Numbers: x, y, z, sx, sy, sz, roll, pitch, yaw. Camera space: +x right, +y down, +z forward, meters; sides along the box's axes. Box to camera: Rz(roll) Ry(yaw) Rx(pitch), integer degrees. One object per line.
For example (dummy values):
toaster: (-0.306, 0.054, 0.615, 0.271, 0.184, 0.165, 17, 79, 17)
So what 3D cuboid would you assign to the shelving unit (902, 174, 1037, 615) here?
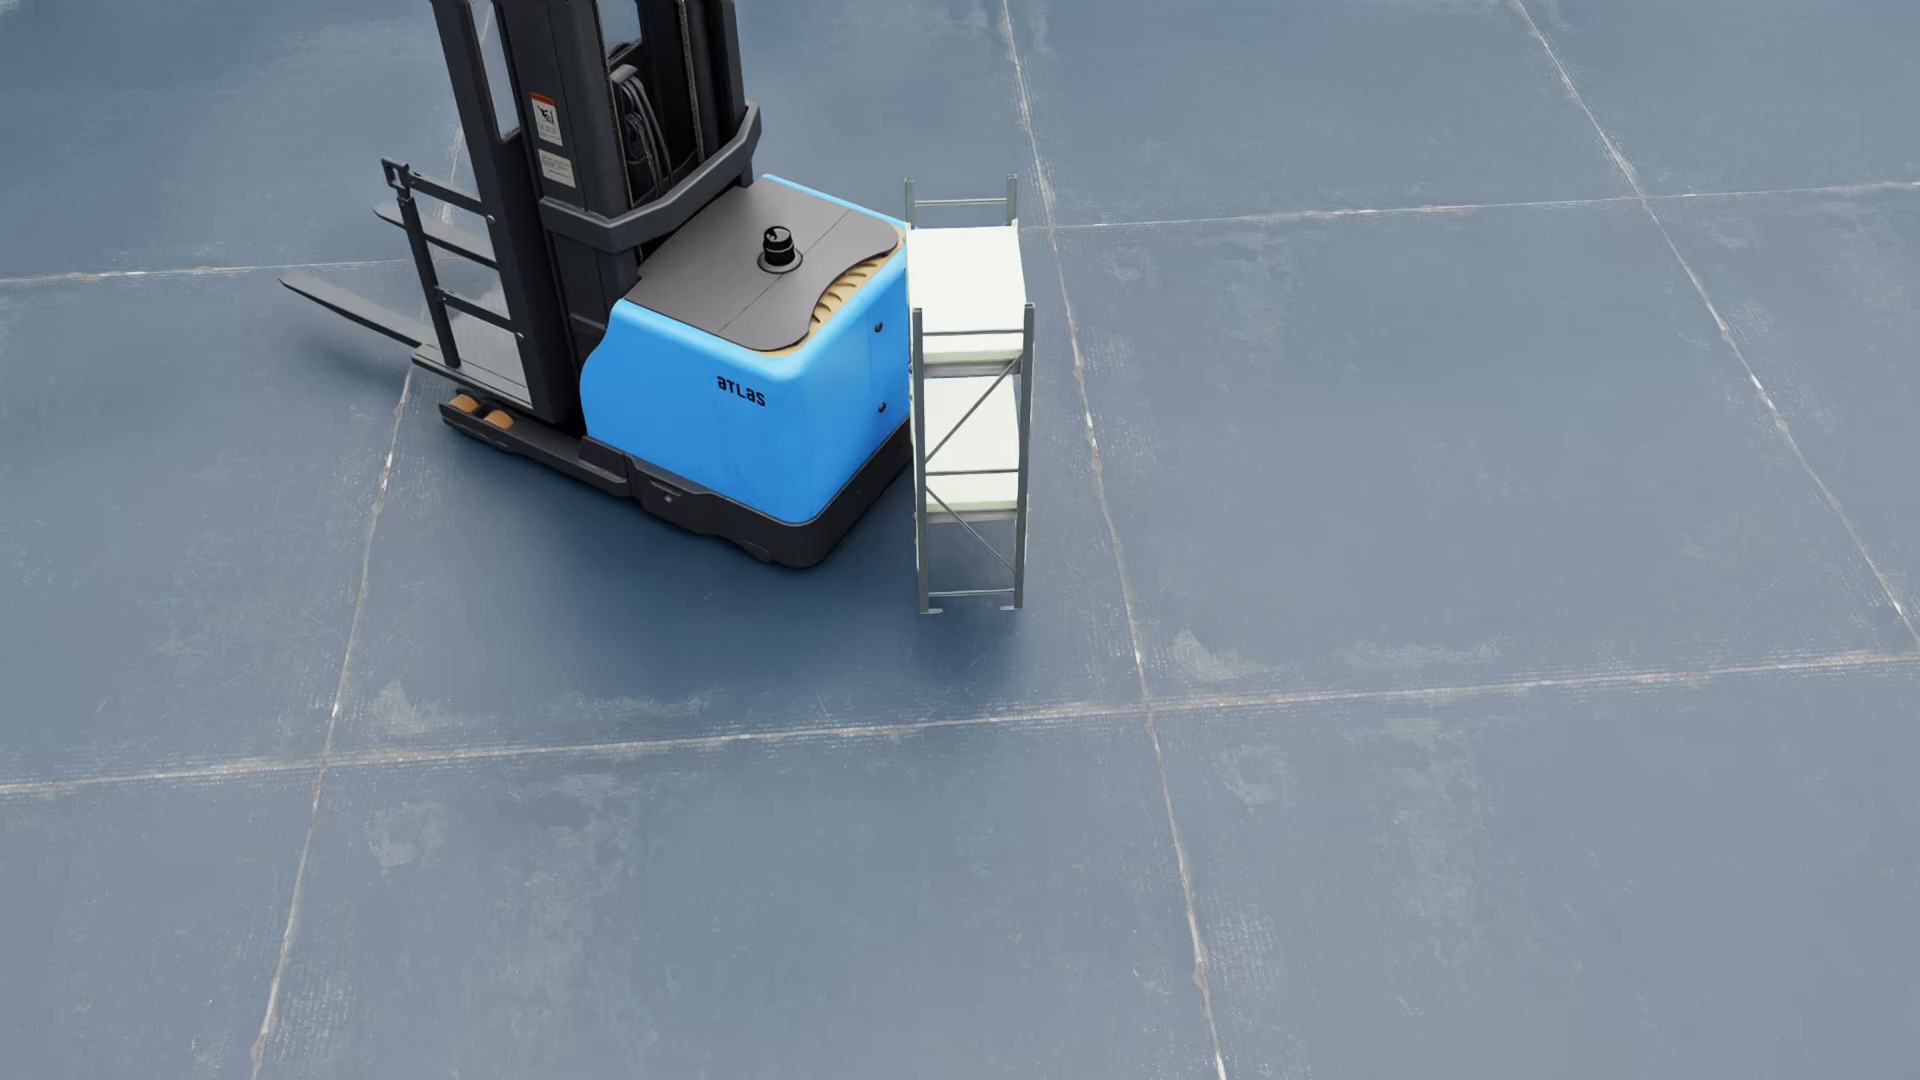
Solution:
shelving unit: (0.024, -0.505, 6.195, 0.431, 1.500, 0.755, -2, 47, -2)

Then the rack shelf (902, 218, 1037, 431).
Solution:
rack shelf: (0.024, -0.773, 5.912, 0.431, 0.370, 0.720, -2, 47, -2)

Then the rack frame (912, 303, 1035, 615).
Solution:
rack frame: (0.044, -0.240, 5.944, 0.400, 1.500, 0.023, -2, 47, -2)

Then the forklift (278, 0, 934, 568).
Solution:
forklift: (-1.637, -1.704, 6.345, 3.031, 2.935, 1.130, 23, 51, 20)

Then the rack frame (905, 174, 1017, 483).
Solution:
rack frame: (0.003, -0.770, 6.447, 0.400, 1.500, 0.023, -2, 47, -2)

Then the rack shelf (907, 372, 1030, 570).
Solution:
rack shelf: (0.024, -0.281, 6.432, 0.431, 0.370, 0.720, -2, 47, -2)
